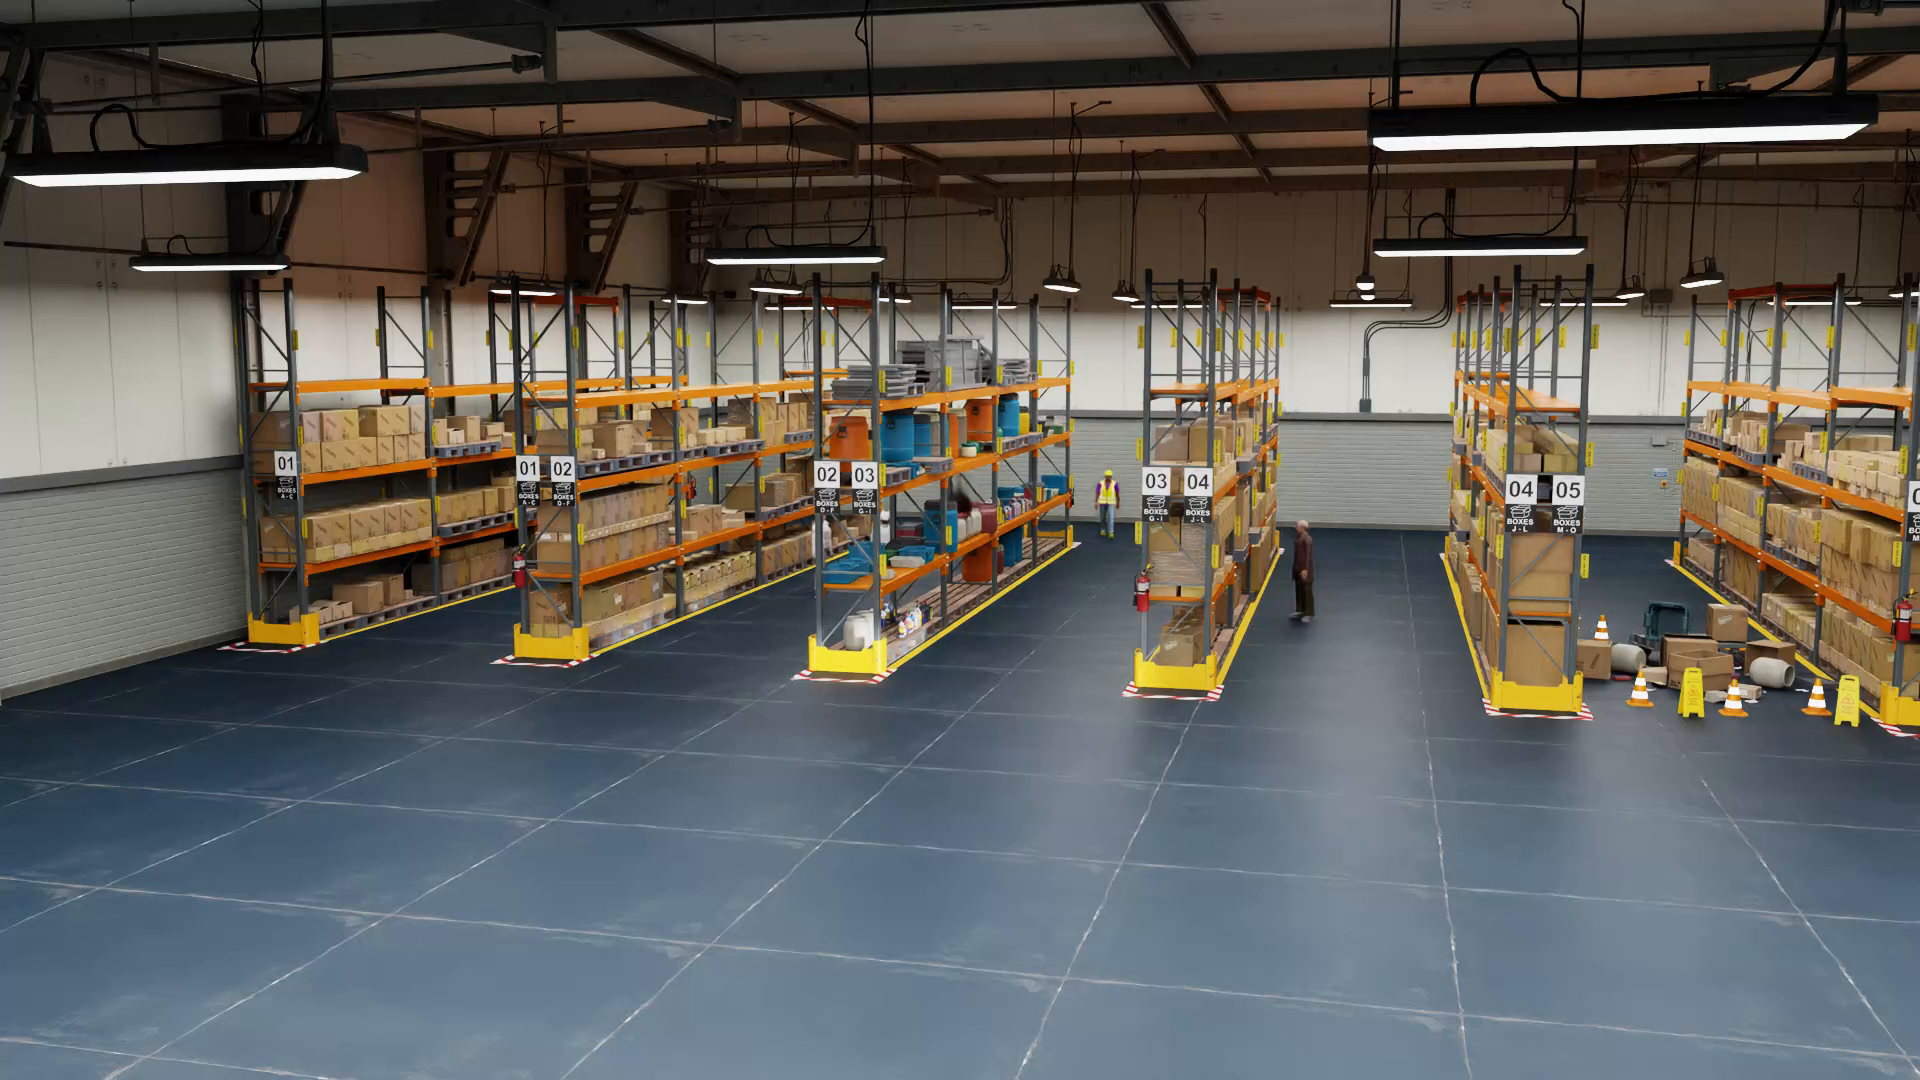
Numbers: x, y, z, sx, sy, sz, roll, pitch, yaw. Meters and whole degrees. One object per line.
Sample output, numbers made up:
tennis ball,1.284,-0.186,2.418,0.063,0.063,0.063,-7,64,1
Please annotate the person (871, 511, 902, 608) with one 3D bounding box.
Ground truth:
person,-1.348,0.363,30.222,0.561,1.793,0.391,-2,7,-15

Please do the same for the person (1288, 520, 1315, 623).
person,6.180,0.554,29.873,0.393,1.819,0.587,-3,7,-21

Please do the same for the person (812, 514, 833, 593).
person,-2.734,0.193,33.248,0.402,1.693,0.487,2,7,16

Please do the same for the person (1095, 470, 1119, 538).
person,3.722,-0.917,42.097,0.625,1.709,1.050,1,7,5
